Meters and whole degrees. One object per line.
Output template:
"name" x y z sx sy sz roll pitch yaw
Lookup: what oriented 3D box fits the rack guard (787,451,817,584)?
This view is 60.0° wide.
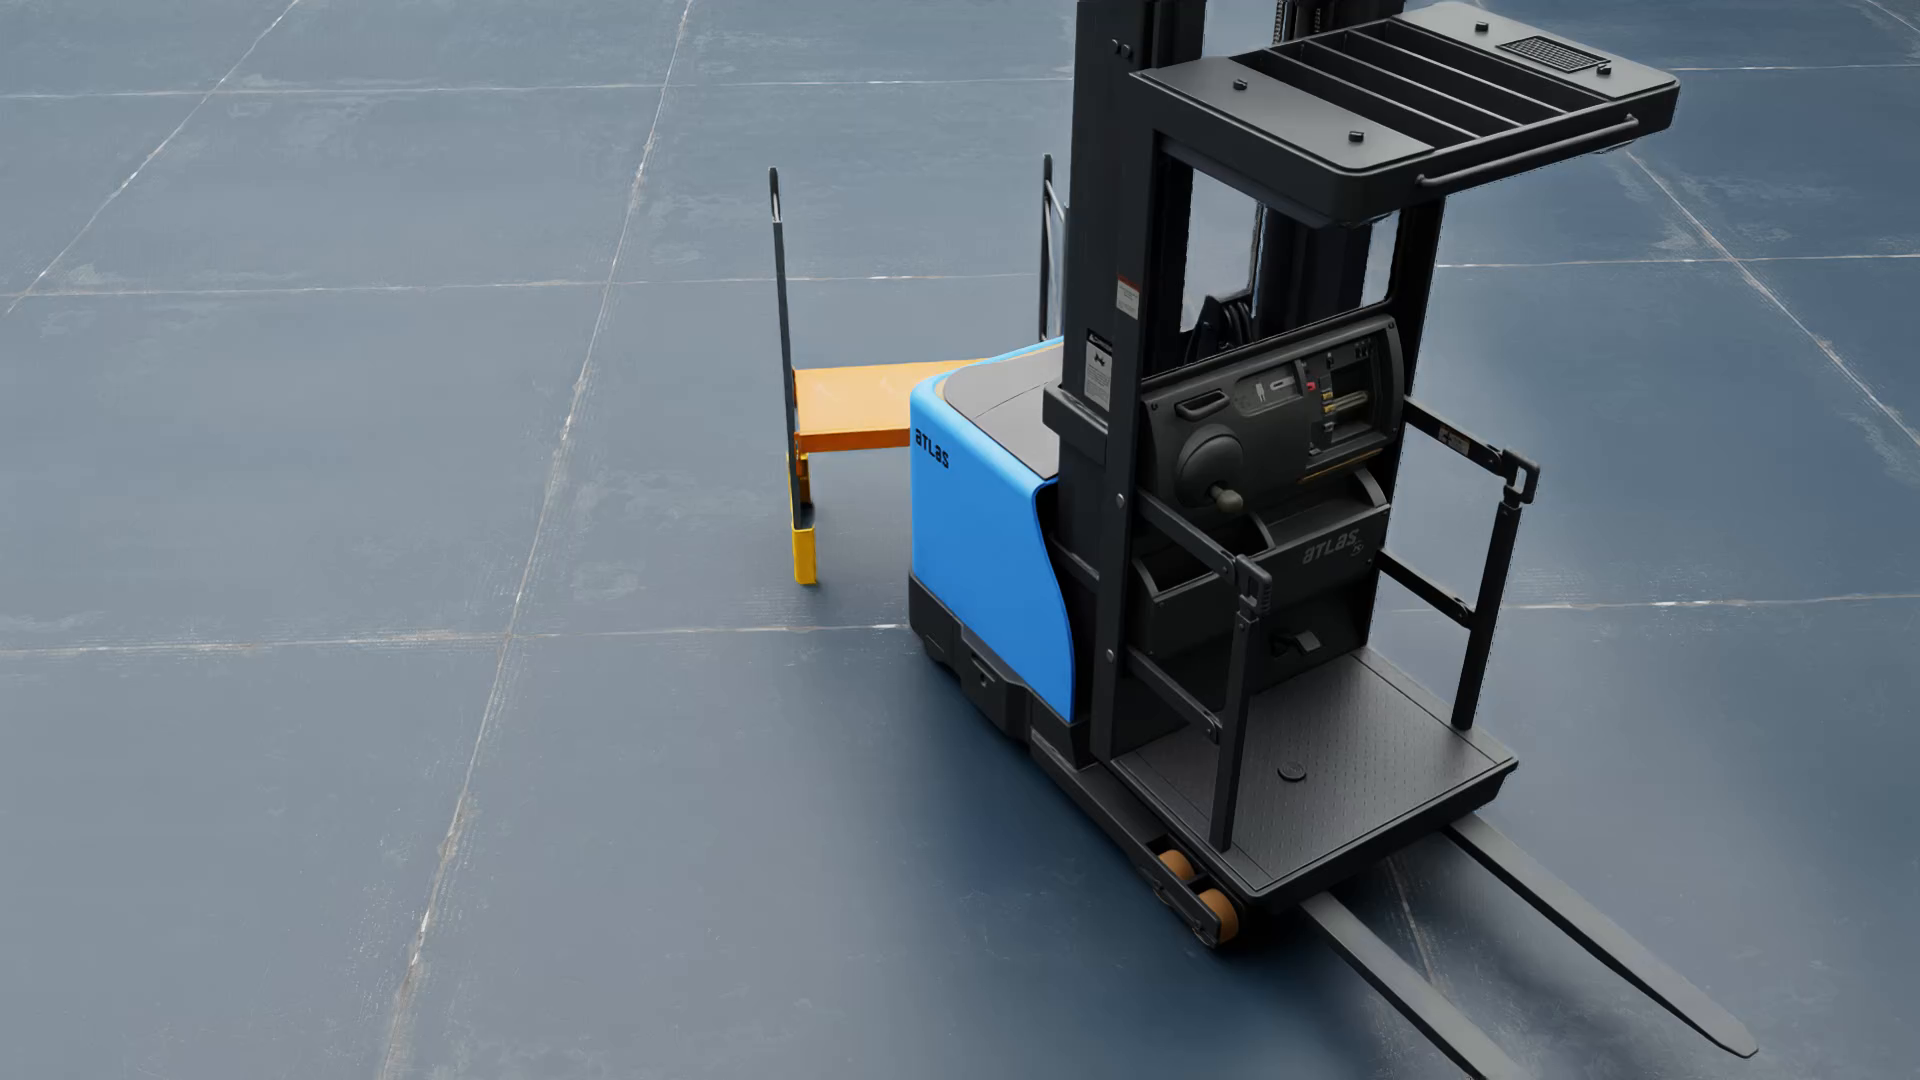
"rack guard" -0.636 -0.098 6.673 0.087 0.250 0.587 -4 35 -6

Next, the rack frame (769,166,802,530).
"rack frame" -0.655 -0.611 6.315 0.032 1.500 0.500 -4 35 -6

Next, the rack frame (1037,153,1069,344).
"rack frame" 0.354 -0.682 6.417 0.032 1.500 0.500 -4 35 -6

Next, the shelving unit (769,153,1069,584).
"shelving unit" -0.141 -0.647 6.367 1.083 1.500 0.587 -4 35 -6

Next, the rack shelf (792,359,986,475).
"rack shelf" -0.150 -0.498 6.468 1.000 0.185 0.538 -4 35 -6

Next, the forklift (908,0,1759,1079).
"forklift" 1.027 -0.298 4.604 1.130 2.935 3.031 -20 39 -26
